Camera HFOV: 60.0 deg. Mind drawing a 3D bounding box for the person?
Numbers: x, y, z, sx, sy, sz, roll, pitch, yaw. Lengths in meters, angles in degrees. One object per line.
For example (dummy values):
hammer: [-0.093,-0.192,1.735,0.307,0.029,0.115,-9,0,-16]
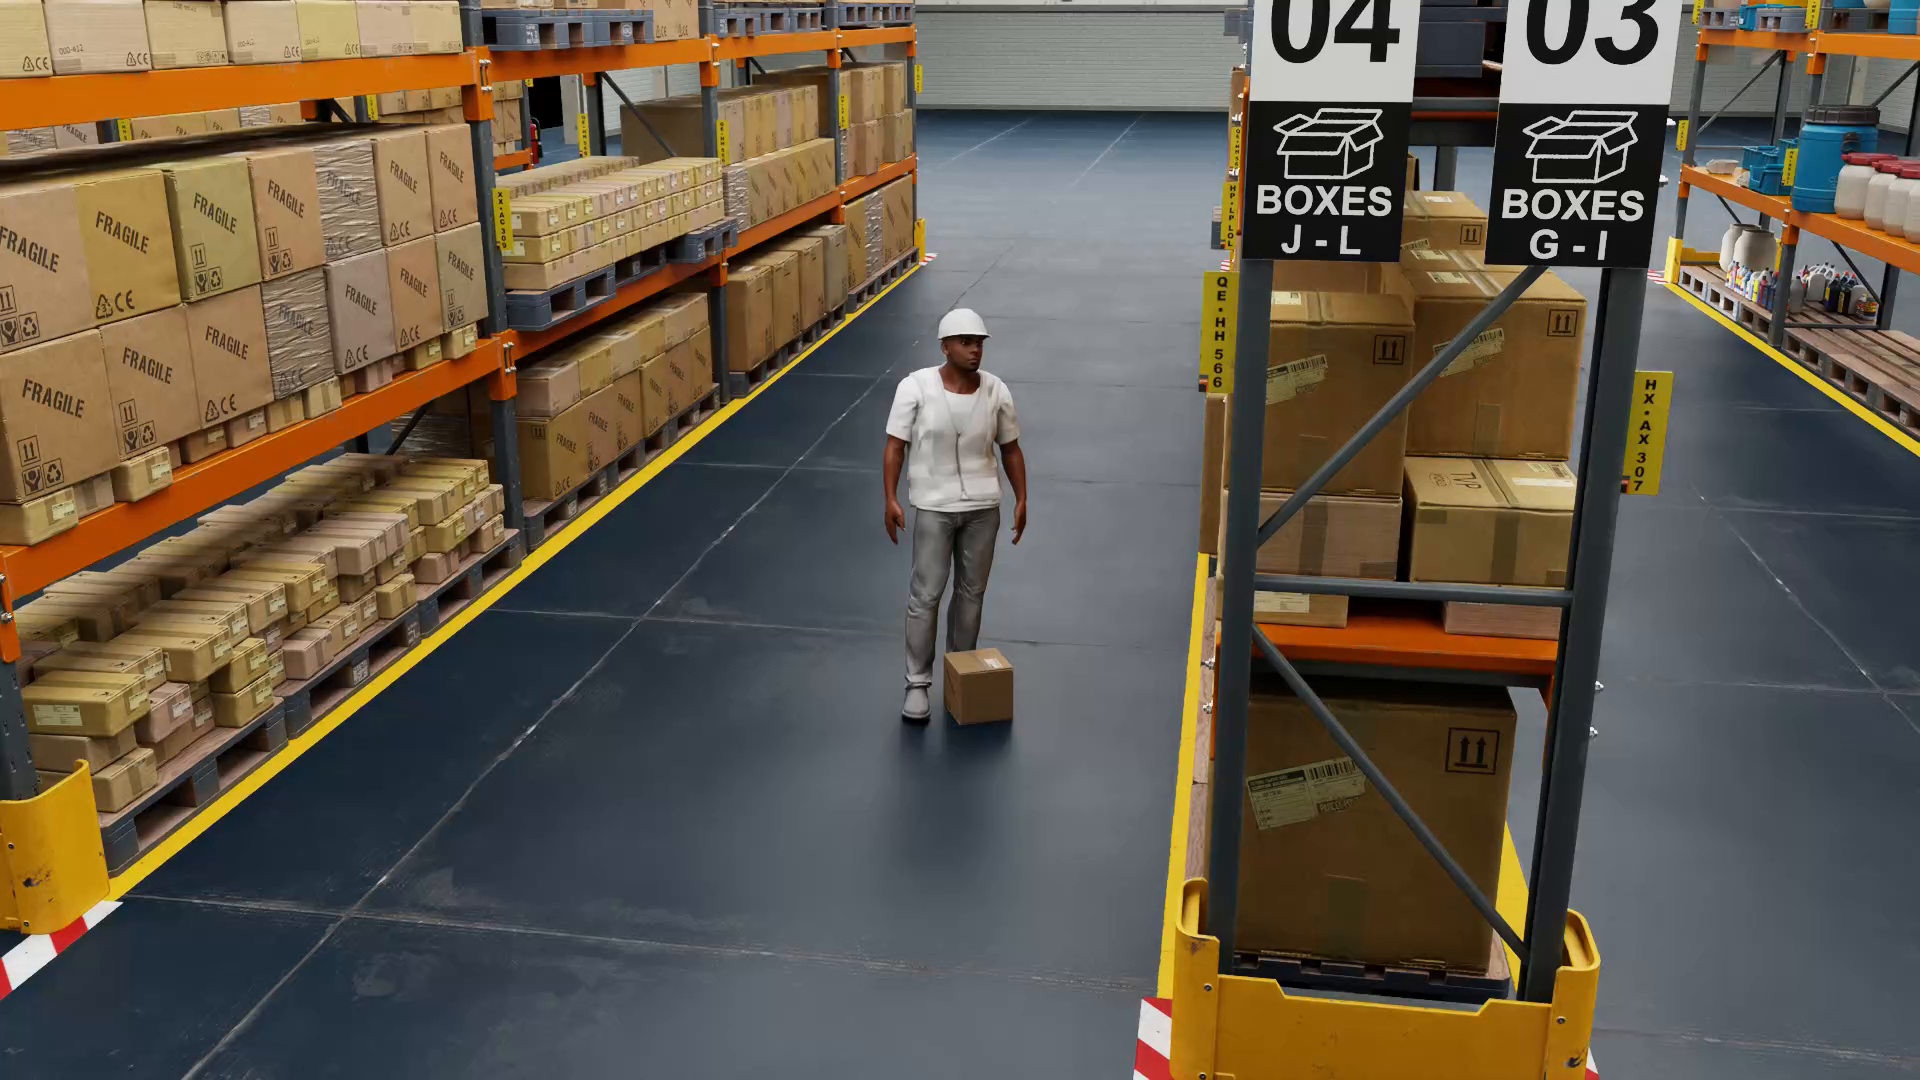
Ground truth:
person: [-0.001,-0.131,7.392,0.665,1.767,0.576,-5,18,-15]
